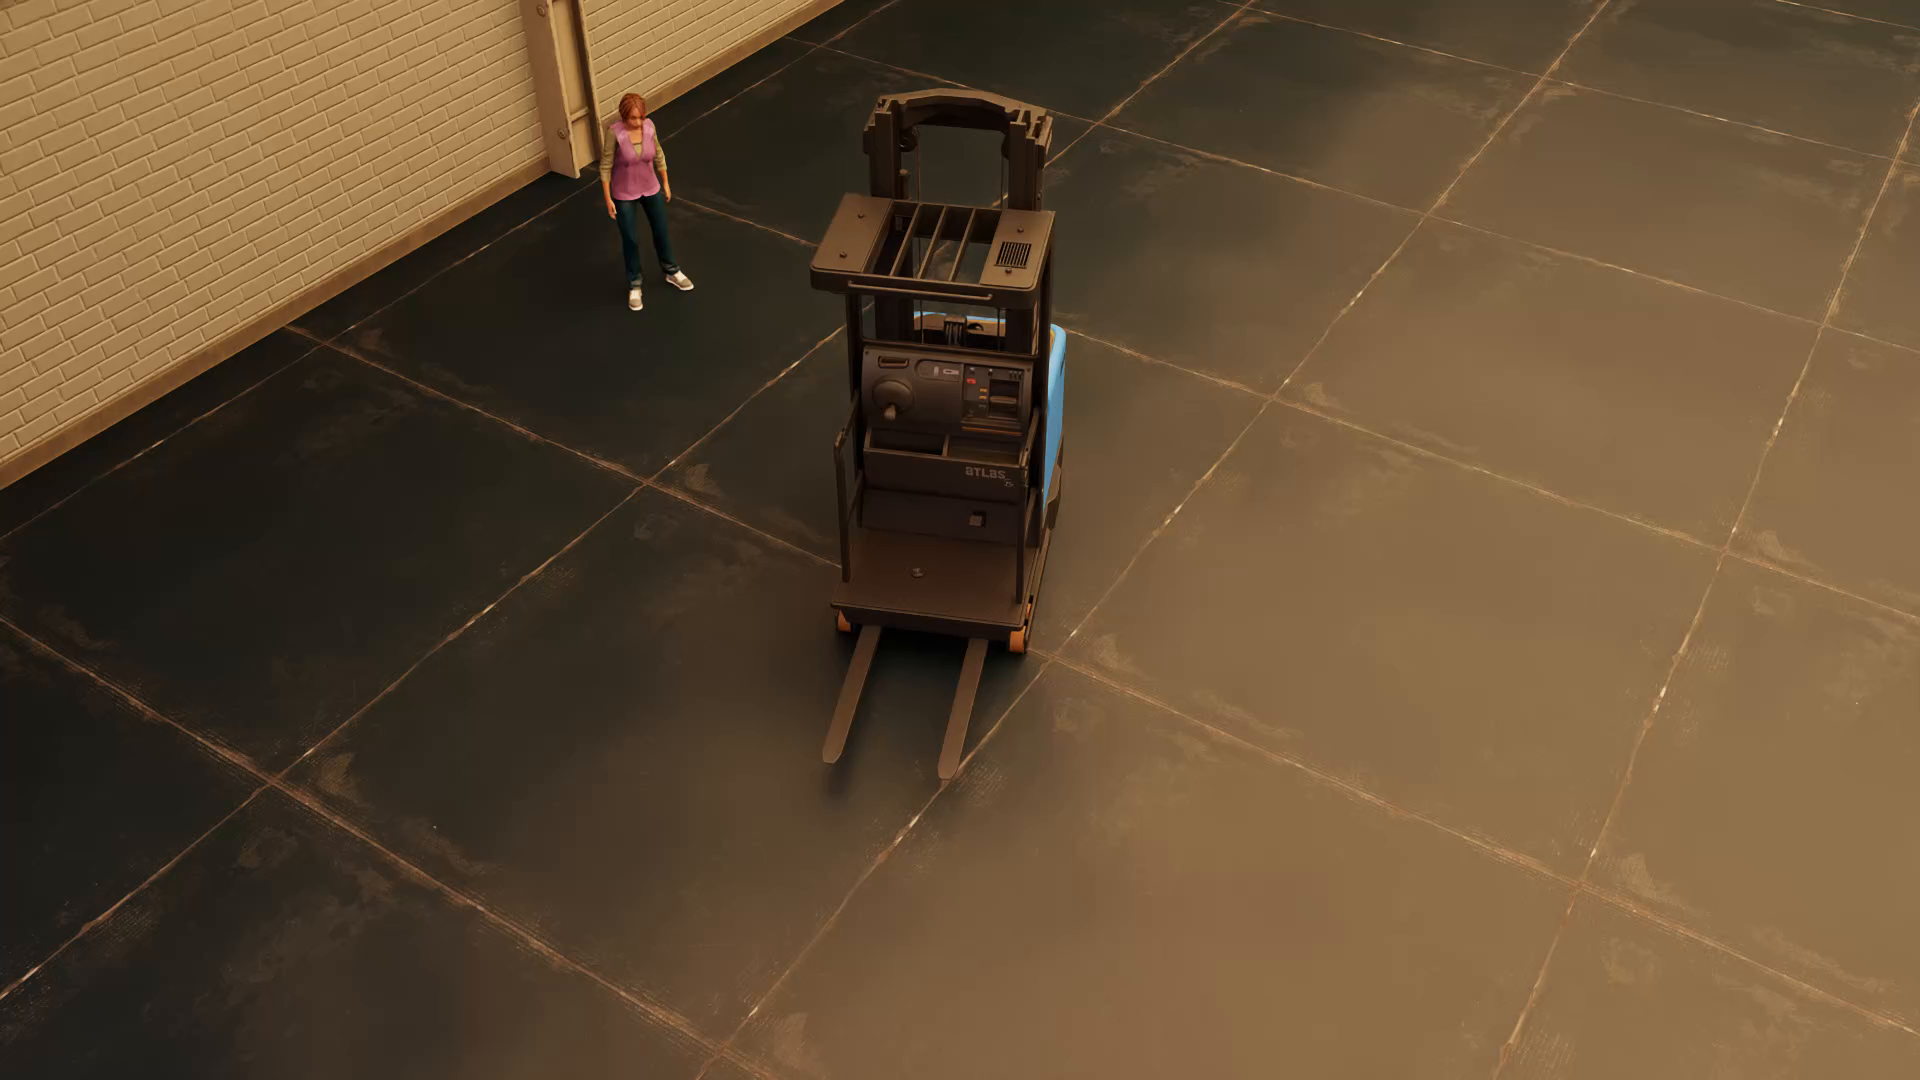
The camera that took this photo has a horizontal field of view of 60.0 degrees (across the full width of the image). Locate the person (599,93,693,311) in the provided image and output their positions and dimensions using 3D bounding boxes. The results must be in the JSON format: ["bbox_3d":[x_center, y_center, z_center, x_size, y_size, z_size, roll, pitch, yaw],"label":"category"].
[{"bbox_3d":[-2.288,-2.464,11.914,0.537,1.598,0.384,-23,46,-25],"label":"person"}]

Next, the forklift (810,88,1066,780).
[{"bbox_3d":[-0.108,-0.731,8.830,1.130,2.935,3.031,7,41,8],"label":"forklift"}]
